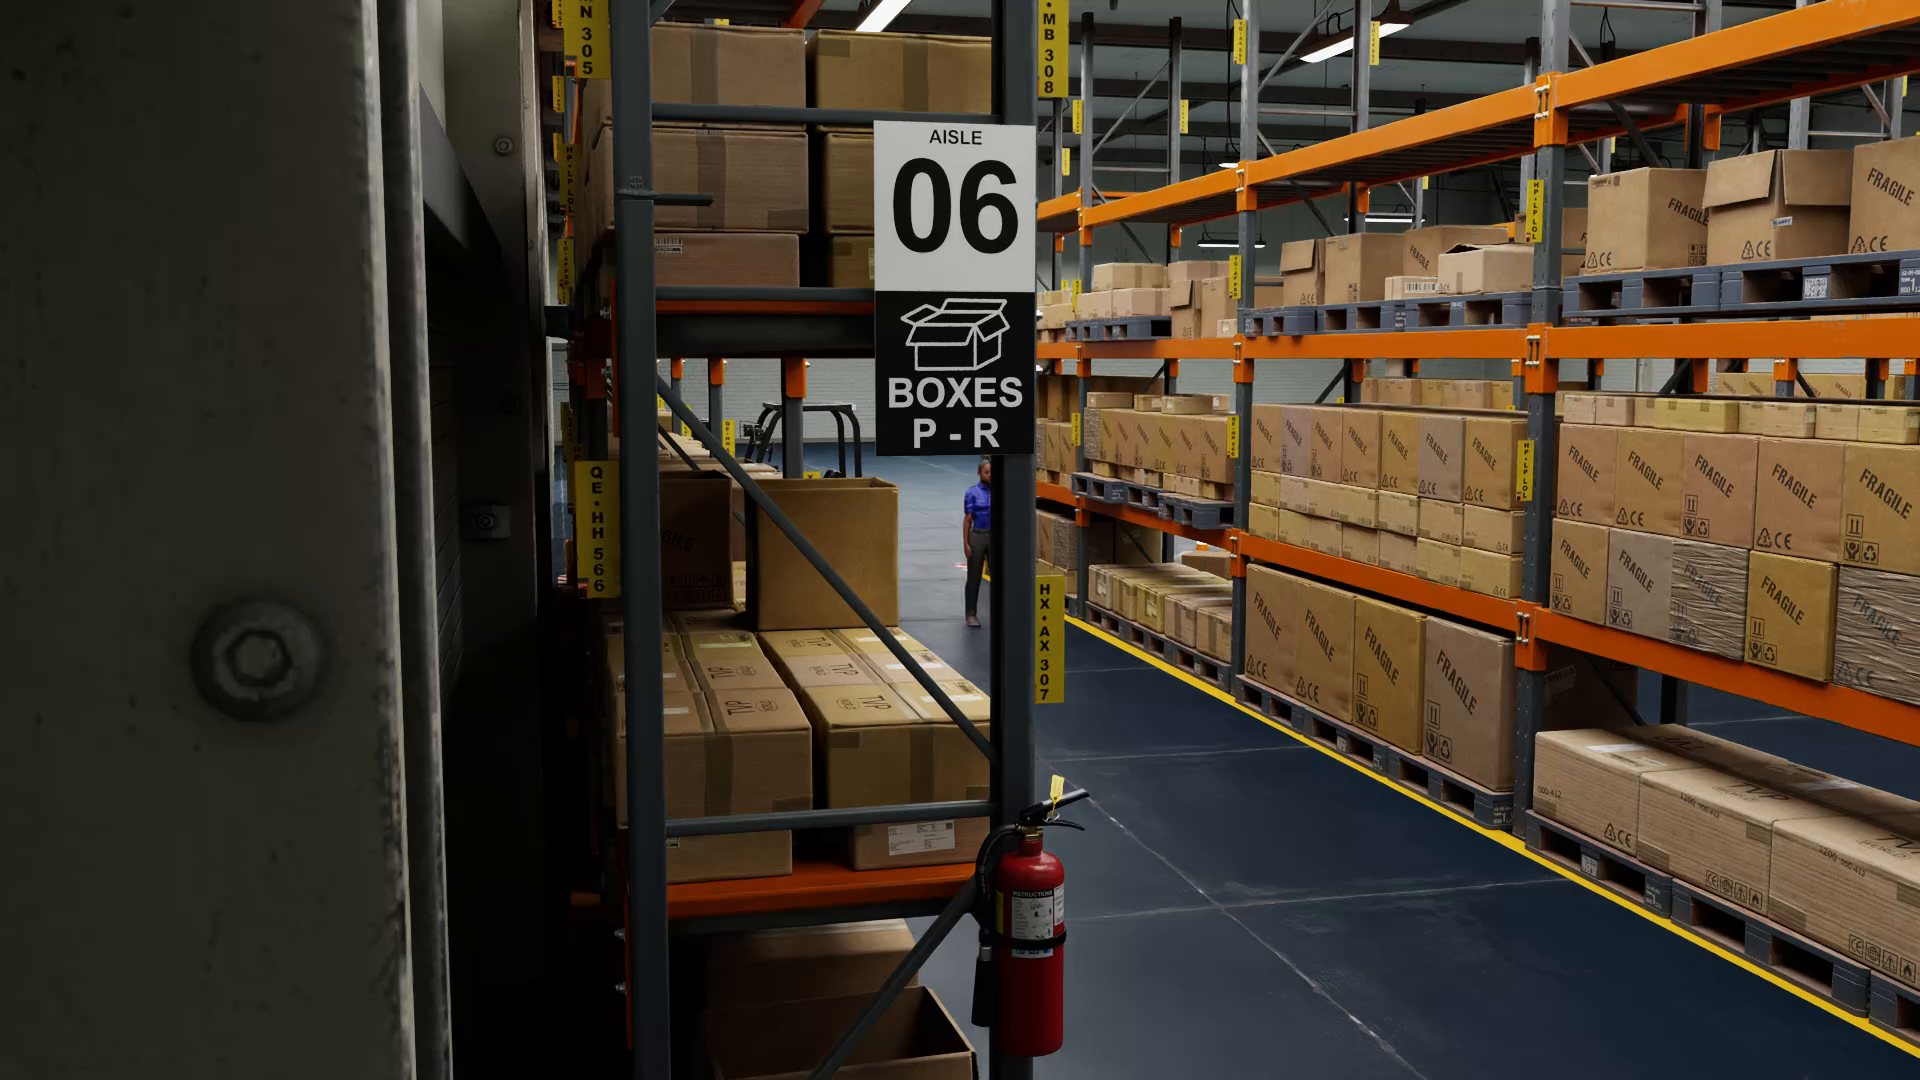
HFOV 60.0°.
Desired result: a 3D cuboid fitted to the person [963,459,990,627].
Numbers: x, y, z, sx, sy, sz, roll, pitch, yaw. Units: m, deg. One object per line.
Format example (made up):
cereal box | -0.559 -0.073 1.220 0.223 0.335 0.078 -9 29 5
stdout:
person | 0.255 0.041 16.269 0.456 1.655 0.655 -2 7 -18
